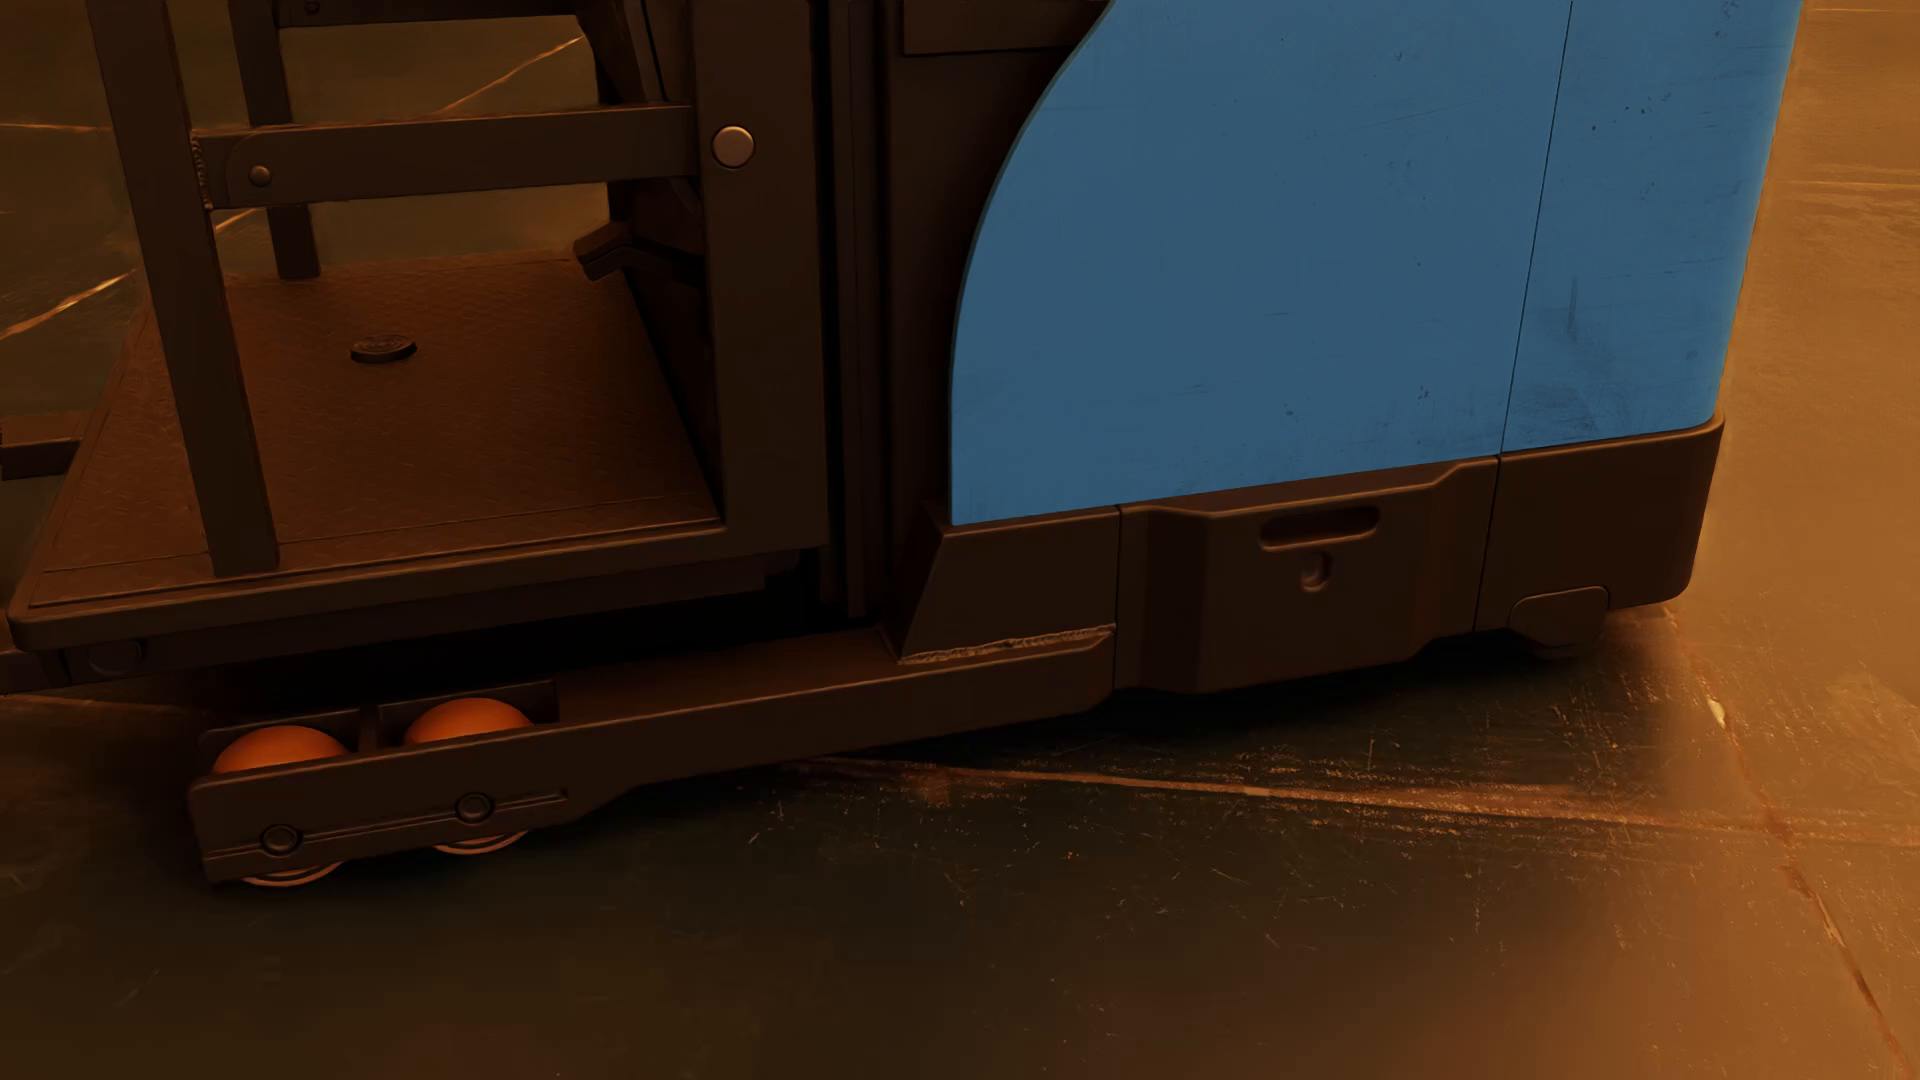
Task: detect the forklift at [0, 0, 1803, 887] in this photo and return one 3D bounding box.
[{"bbox_3d":[-0.591,-1.208,1.638,3.031,2.935,1.130,-8,28,-15],"label":"forklift"}]
